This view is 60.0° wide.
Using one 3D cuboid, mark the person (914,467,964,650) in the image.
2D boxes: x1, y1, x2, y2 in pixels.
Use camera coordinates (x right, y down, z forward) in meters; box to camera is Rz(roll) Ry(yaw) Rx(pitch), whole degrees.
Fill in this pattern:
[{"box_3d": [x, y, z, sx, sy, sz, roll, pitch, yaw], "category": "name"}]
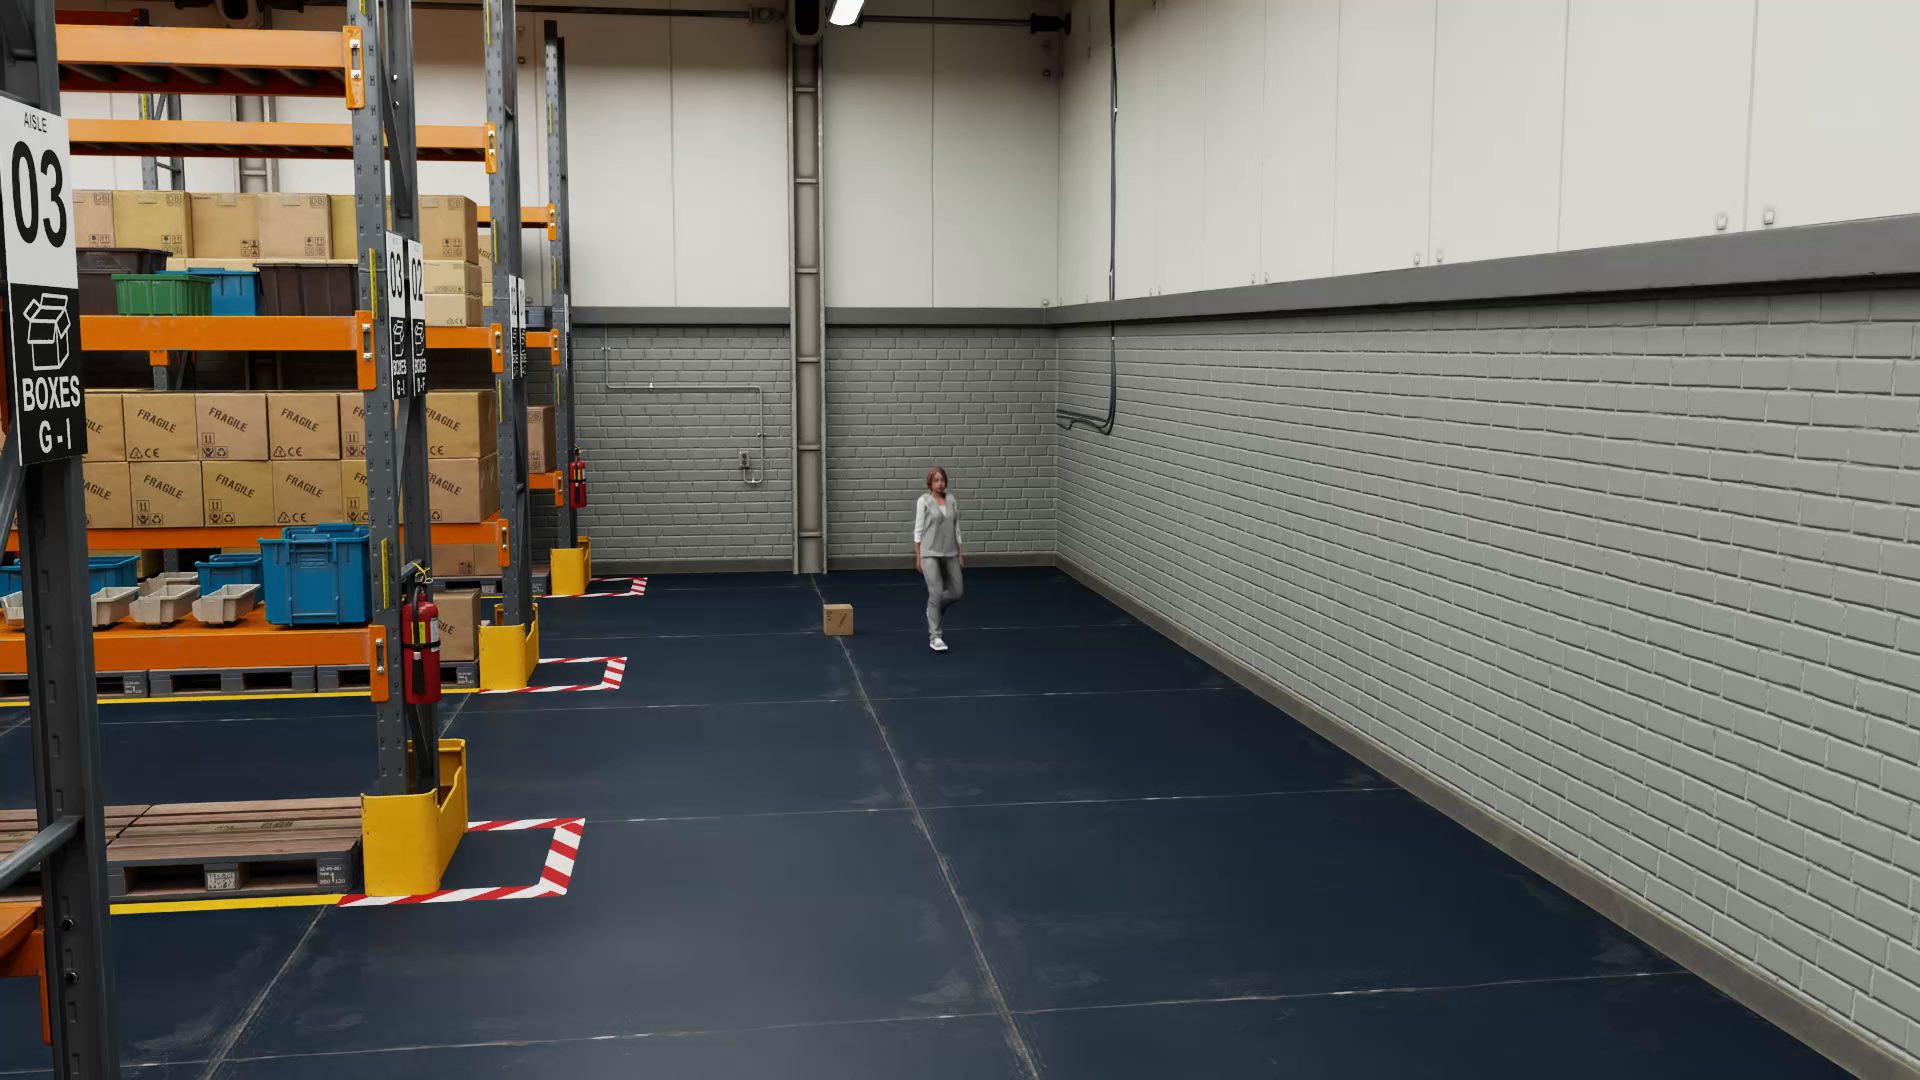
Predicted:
[{"box_3d": [-0.202, 0.152, 14.578, 0.422, 1.579, 0.557, -3, 7, -26], "category": "person"}]
